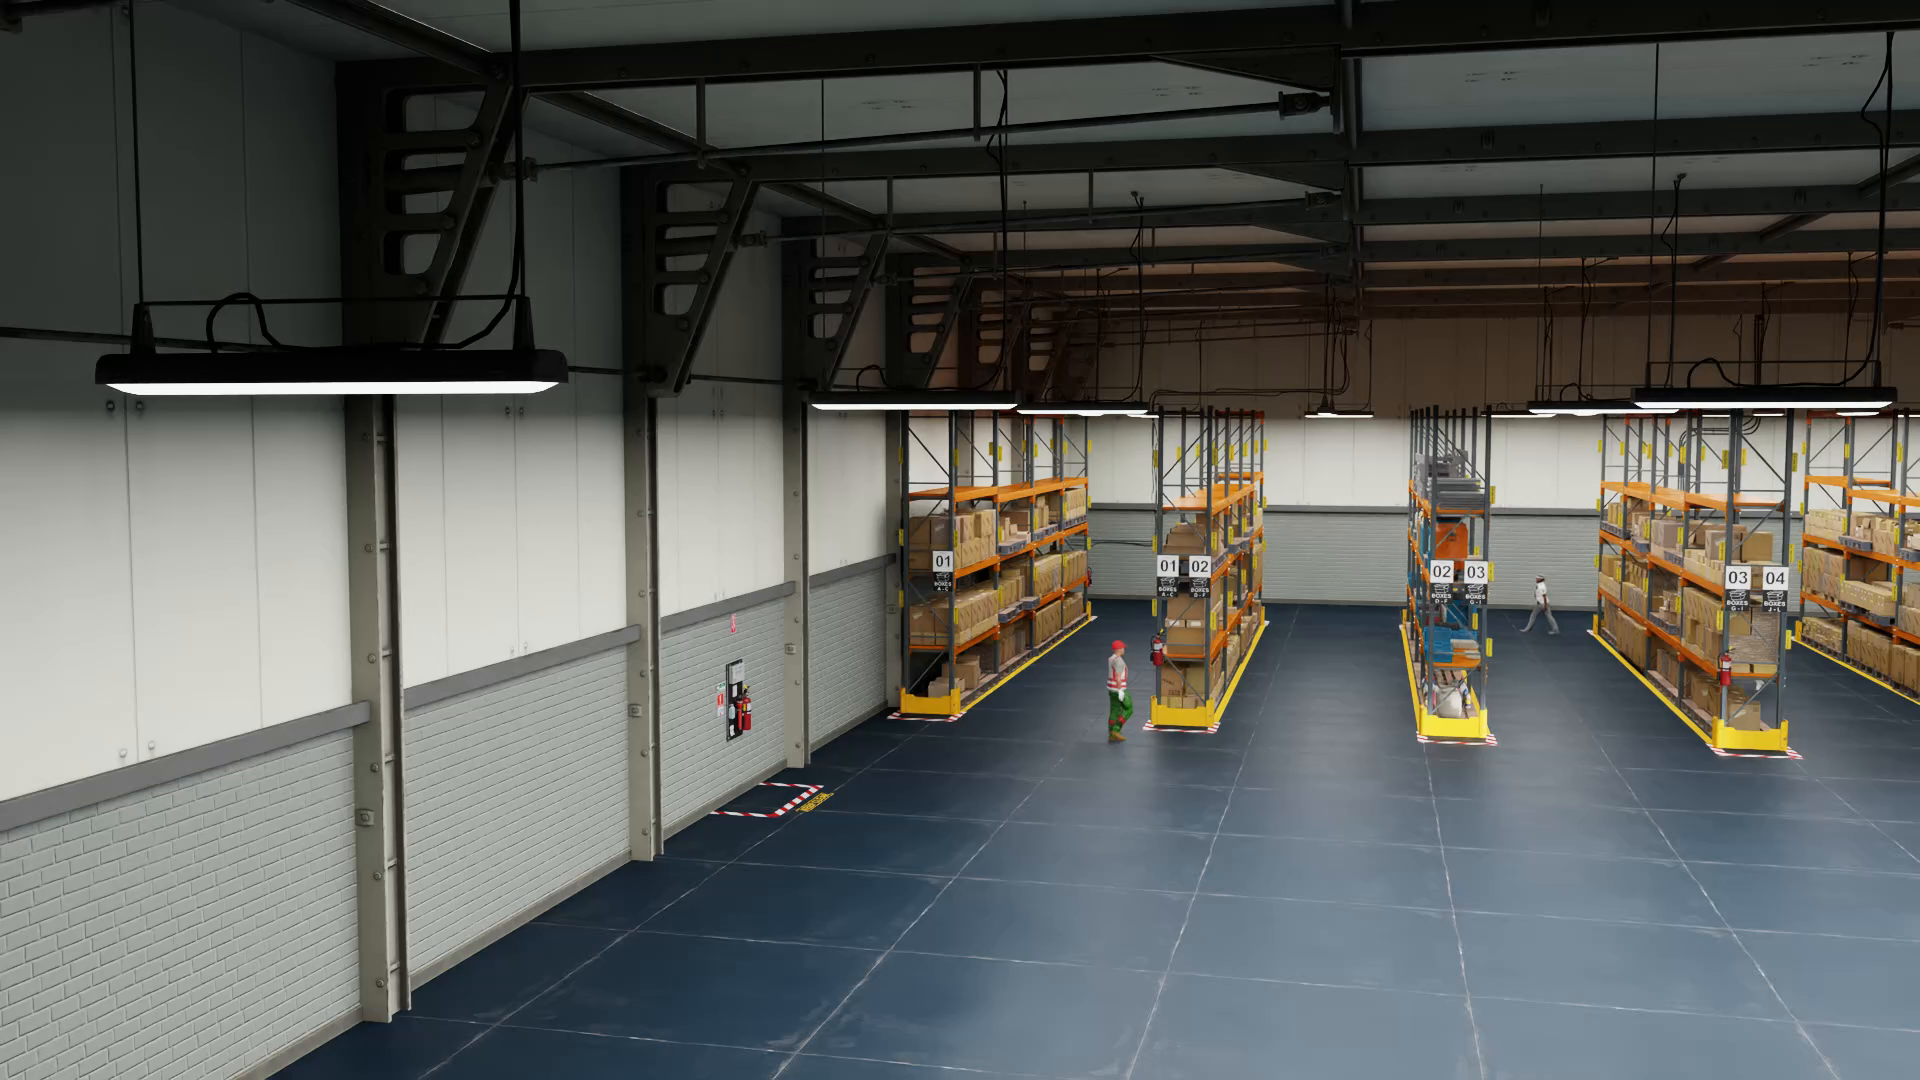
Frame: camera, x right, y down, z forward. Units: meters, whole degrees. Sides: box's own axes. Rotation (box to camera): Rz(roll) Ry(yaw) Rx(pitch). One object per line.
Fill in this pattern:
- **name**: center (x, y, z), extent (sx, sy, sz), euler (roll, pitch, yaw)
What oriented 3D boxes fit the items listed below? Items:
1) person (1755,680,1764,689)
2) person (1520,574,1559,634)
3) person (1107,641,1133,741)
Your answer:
- **person**: center (17.151, 2.282, 35.559), extent (0.555, 1.718, 1.102), euler (1, 4, 14)
- **person**: center (15.566, 1.701, 44.561), extent (1.023, 1.614, 0.441), euler (4, 6, 43)
- **person**: center (2.837, 2.691, 29.756), extent (0.425, 1.785, 0.573), euler (-1, 4, -18)
